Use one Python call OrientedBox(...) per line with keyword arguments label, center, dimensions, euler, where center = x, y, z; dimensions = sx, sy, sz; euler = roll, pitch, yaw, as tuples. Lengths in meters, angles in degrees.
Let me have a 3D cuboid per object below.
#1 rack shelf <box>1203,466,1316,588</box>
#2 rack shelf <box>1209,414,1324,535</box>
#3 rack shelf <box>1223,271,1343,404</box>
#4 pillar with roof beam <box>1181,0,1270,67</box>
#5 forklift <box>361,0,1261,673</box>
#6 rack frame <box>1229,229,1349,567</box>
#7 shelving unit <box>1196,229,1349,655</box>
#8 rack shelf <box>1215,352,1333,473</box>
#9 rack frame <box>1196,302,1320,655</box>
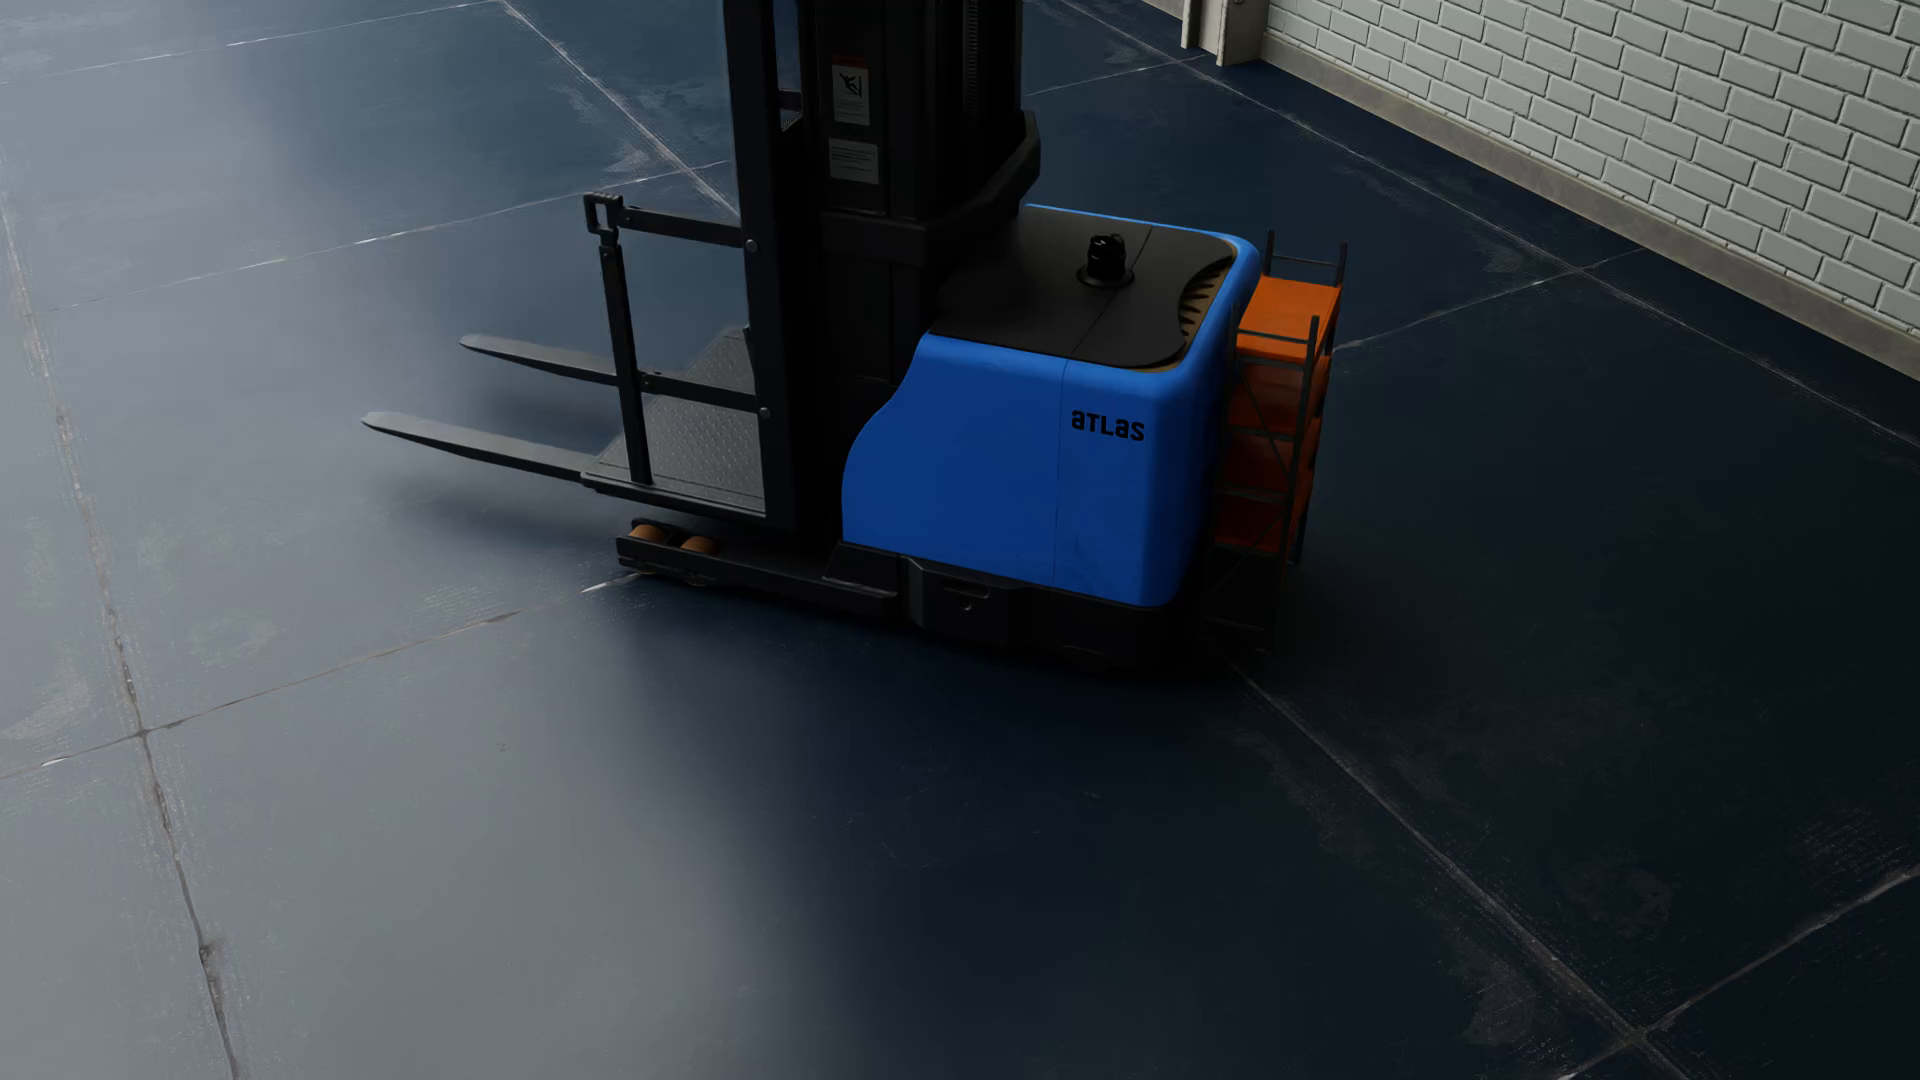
OrientedBox(label="rack shelf", center=(0.954, -0.070, 5.280), dimensions=(0.258, 0.148, 0.480), euler=(12, 38, 16))
OrientedBox(label="rack shelf", center=(0.954, -0.231, 5.162), dimensions=(0.258, 0.148, 0.480), euler=(12, 38, 16))
OrientedBox(label="rack shelf", center=(0.954, -0.602, 4.891), dimensions=(0.258, 0.148, 0.480), euler=(12, 38, 16))
OrientedBox(label="pillar with roof beam", center=(-2.206, -5.185, 5.219), dimensions=(9.100, 9.000, 0.400), euler=(-19, 40, -24))
OrientedBox(label="forklift", center=(-0.614, -1.305, 5.052), dimensions=(3.031, 2.935, 1.130), euler=(12, 38, 16))
OrientedBox(label="rack frame", center=(1.036, -0.420, 5.308), dimensions=(0.240, 1.200, 0.015), euler=(12, 38, 16))
OrientedBox(label="shelving unit", center=(0.954, -0.285, 5.123), dimensions=(0.258, 1.200, 0.503), euler=(12, 38, 16))
OrientedBox(label="rack shelf", center=(0.954, -0.411, 5.031), dimensions=(0.258, 0.148, 0.480), euler=(12, 38, 16))
OrientedBox(label="rack frame", center=(0.871, -0.149, 4.937), dimensions=(0.240, 1.200, 0.015), euler=(12, 38, 16))
